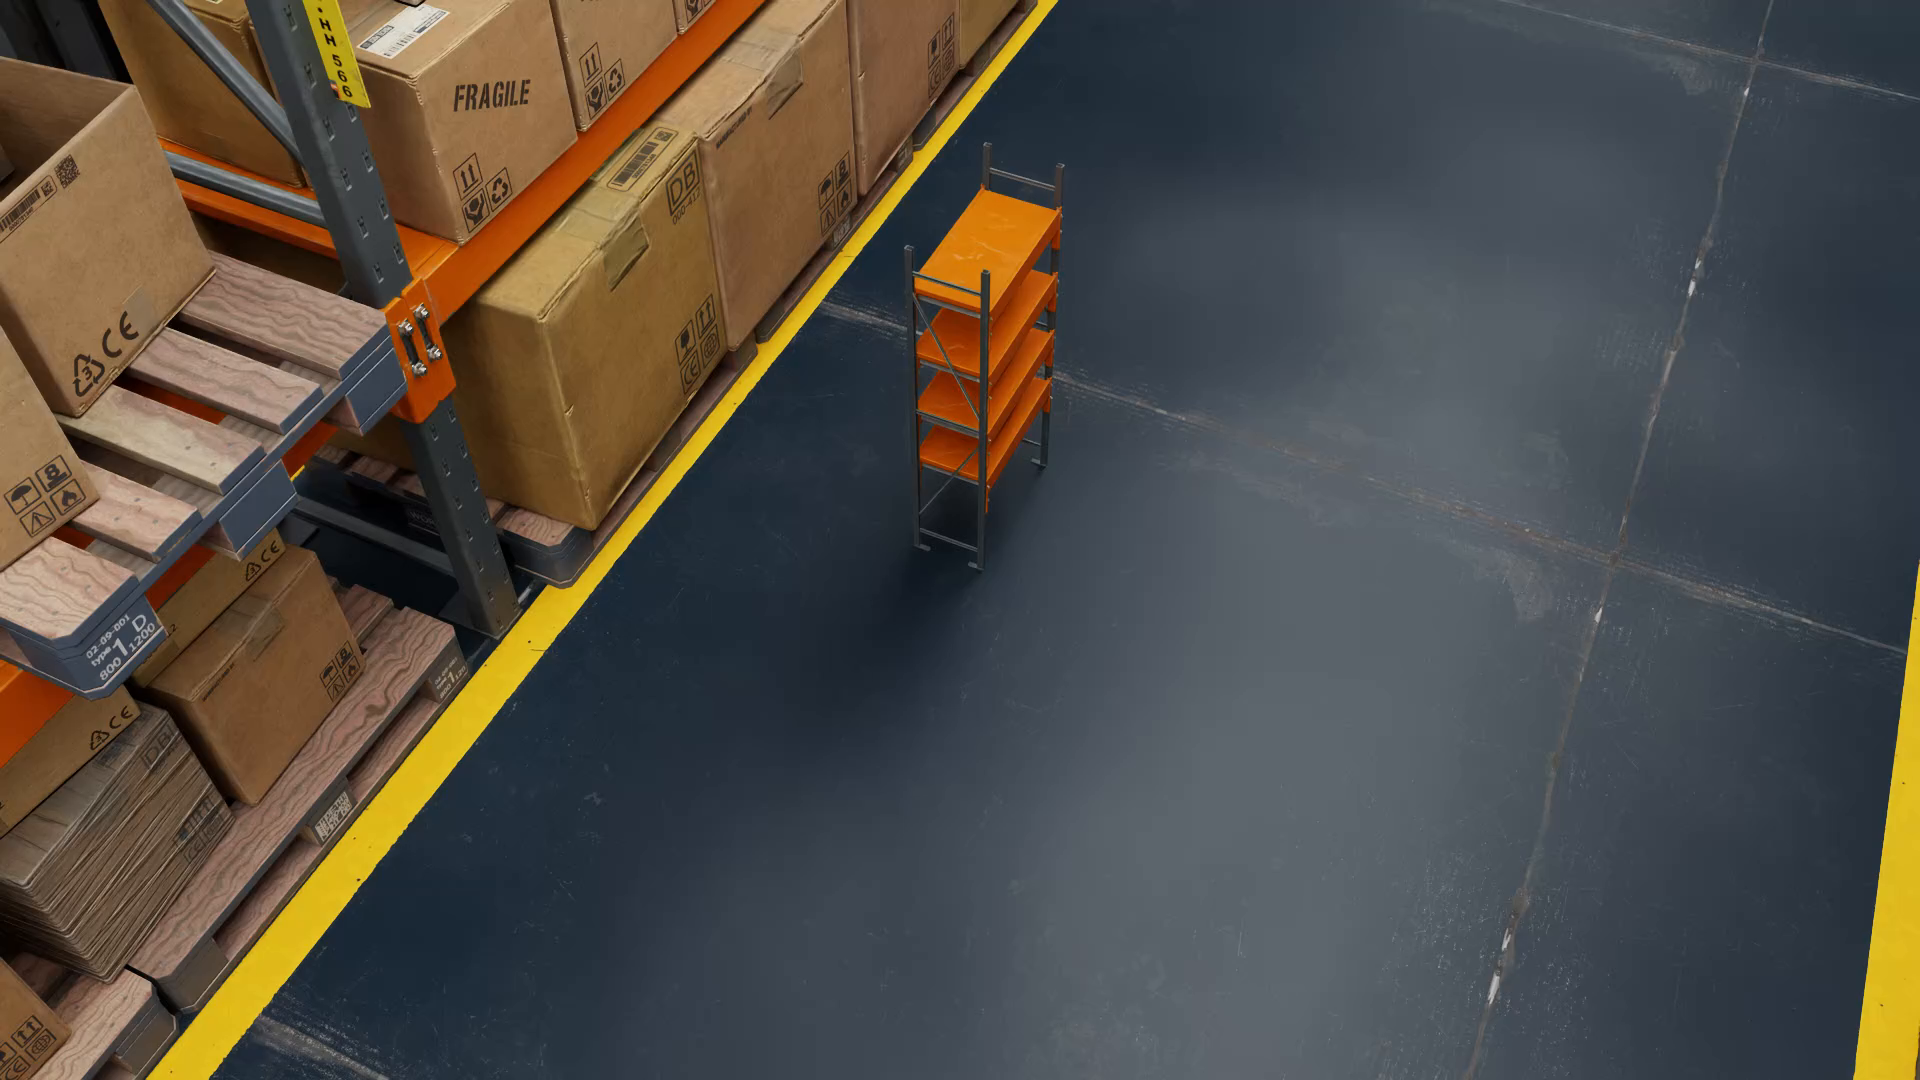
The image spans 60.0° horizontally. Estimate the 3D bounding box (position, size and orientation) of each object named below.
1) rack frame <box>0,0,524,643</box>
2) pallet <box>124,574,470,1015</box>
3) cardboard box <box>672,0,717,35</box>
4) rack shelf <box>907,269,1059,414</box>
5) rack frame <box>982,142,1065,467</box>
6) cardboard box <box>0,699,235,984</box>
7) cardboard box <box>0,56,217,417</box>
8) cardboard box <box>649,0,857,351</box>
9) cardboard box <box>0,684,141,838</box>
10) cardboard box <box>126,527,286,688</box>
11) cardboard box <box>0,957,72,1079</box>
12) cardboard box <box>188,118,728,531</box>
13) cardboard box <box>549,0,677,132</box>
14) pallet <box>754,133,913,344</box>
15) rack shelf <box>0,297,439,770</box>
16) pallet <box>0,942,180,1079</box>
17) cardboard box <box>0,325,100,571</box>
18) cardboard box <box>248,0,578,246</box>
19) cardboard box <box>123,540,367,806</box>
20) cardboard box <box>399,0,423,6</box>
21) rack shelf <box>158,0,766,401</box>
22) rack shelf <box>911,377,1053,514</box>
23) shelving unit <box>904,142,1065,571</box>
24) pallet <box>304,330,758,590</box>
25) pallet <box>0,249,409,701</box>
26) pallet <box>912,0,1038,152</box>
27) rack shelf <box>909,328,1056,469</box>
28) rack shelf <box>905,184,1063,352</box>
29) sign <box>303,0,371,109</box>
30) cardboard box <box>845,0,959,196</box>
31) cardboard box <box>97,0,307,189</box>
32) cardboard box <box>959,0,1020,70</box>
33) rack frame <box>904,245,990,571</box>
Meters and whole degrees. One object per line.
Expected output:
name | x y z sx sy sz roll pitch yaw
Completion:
rack frame | -1.807 -0.870 4.021 1.000 3.000 0.127 20 52 16
pallet | -2.142 0.571 4.625 1.003 0.211 1.213 20 52 16
cardboard box | -0.920 -1.858 4.796 0.500 0.500 0.500 19 52 15
rack shelf | 0.071 -0.604 4.771 0.258 0.148 0.480 20 52 16
rack frame | 0.175 -0.671 5.033 0.240 1.200 0.015 20 52 16
cardboard box | -2.301 0.651 4.079 0.700 0.500 0.500 16 51 13
cardboard box | -2.002 -0.654 3.495 0.500 0.500 0.500 14 51 12
cardboard box | -1.106 -1.397 5.589 1.225 0.875 0.875 20 52 16
cardboard box | -2.284 0.394 3.805 0.500 0.250 0.500 25 54 20
cardboard box | -2.066 0.026 4.119 0.500 0.250 0.500 22 53 18
cardboard box | -2.537 1.044 3.745 0.700 0.500 0.500 24 54 19
cardboard box | -1.494 -0.786 5.069 1.225 0.875 0.875 18 52 14
cardboard box | -1.135 -1.505 4.495 0.500 0.500 0.500 19 52 15
pallet | -0.880 -1.322 6.236 1.003 0.211 1.213 20 52 16
rack shelf | -2.662 0.740 3.123 1.077 0.370 4.000 20 52 16
pallet | -2.665 1.408 3.913 1.003 0.211 1.213 20 52 16
cardboard box | -2.150 -0.237 3.141 0.700 0.500 0.500 27 55 21
cardboard box | -1.354 -1.149 4.192 0.500 0.500 0.500 21 53 17
cardboard box | -2.075 0.265 4.407 0.700 0.500 0.500 17 52 14
cardboard box | -1.480 -1.726 4.025 0.797 0.503 0.637 21 53 17
rack shelf | -0.953 -2.014 5.467 1.077 0.370 4.000 20 52 16
rack shelf | 0.071 -0.331 5.092 0.258 0.148 0.480 20 52 16
shelving unit | 0.071 -0.503 4.890 0.258 1.200 0.503 20 52 16
pallet | -1.402 -0.485 5.524 1.003 0.211 1.213 20 52 16
pallet | -2.015 -0.283 3.647 1.213 0.211 1.003 20 52 16
pallet | -0.360 -2.165 6.954 1.003 0.211 1.213 20 52 16
rack shelf | 0.071 -0.459 4.941 0.258 0.148 0.480 20 52 16
rack shelf | 0.071 -0.757 4.591 0.258 0.148 0.480 20 52 16
sign | -1.313 -1.050 3.465 0.100 0.325 0.005 20 52 16
cardboard box | -0.735 -2.009 6.109 1.225 0.875 0.875 18 52 15
cardboard box | -1.820 -1.323 4.340 0.500 0.500 0.500 21 53 17
cardboard box | -0.354 -2.625 6.633 1.225 0.875 0.875 20 52 16
rack frame | -0.034 -0.335 4.747 0.240 1.200 0.015 20 52 16
